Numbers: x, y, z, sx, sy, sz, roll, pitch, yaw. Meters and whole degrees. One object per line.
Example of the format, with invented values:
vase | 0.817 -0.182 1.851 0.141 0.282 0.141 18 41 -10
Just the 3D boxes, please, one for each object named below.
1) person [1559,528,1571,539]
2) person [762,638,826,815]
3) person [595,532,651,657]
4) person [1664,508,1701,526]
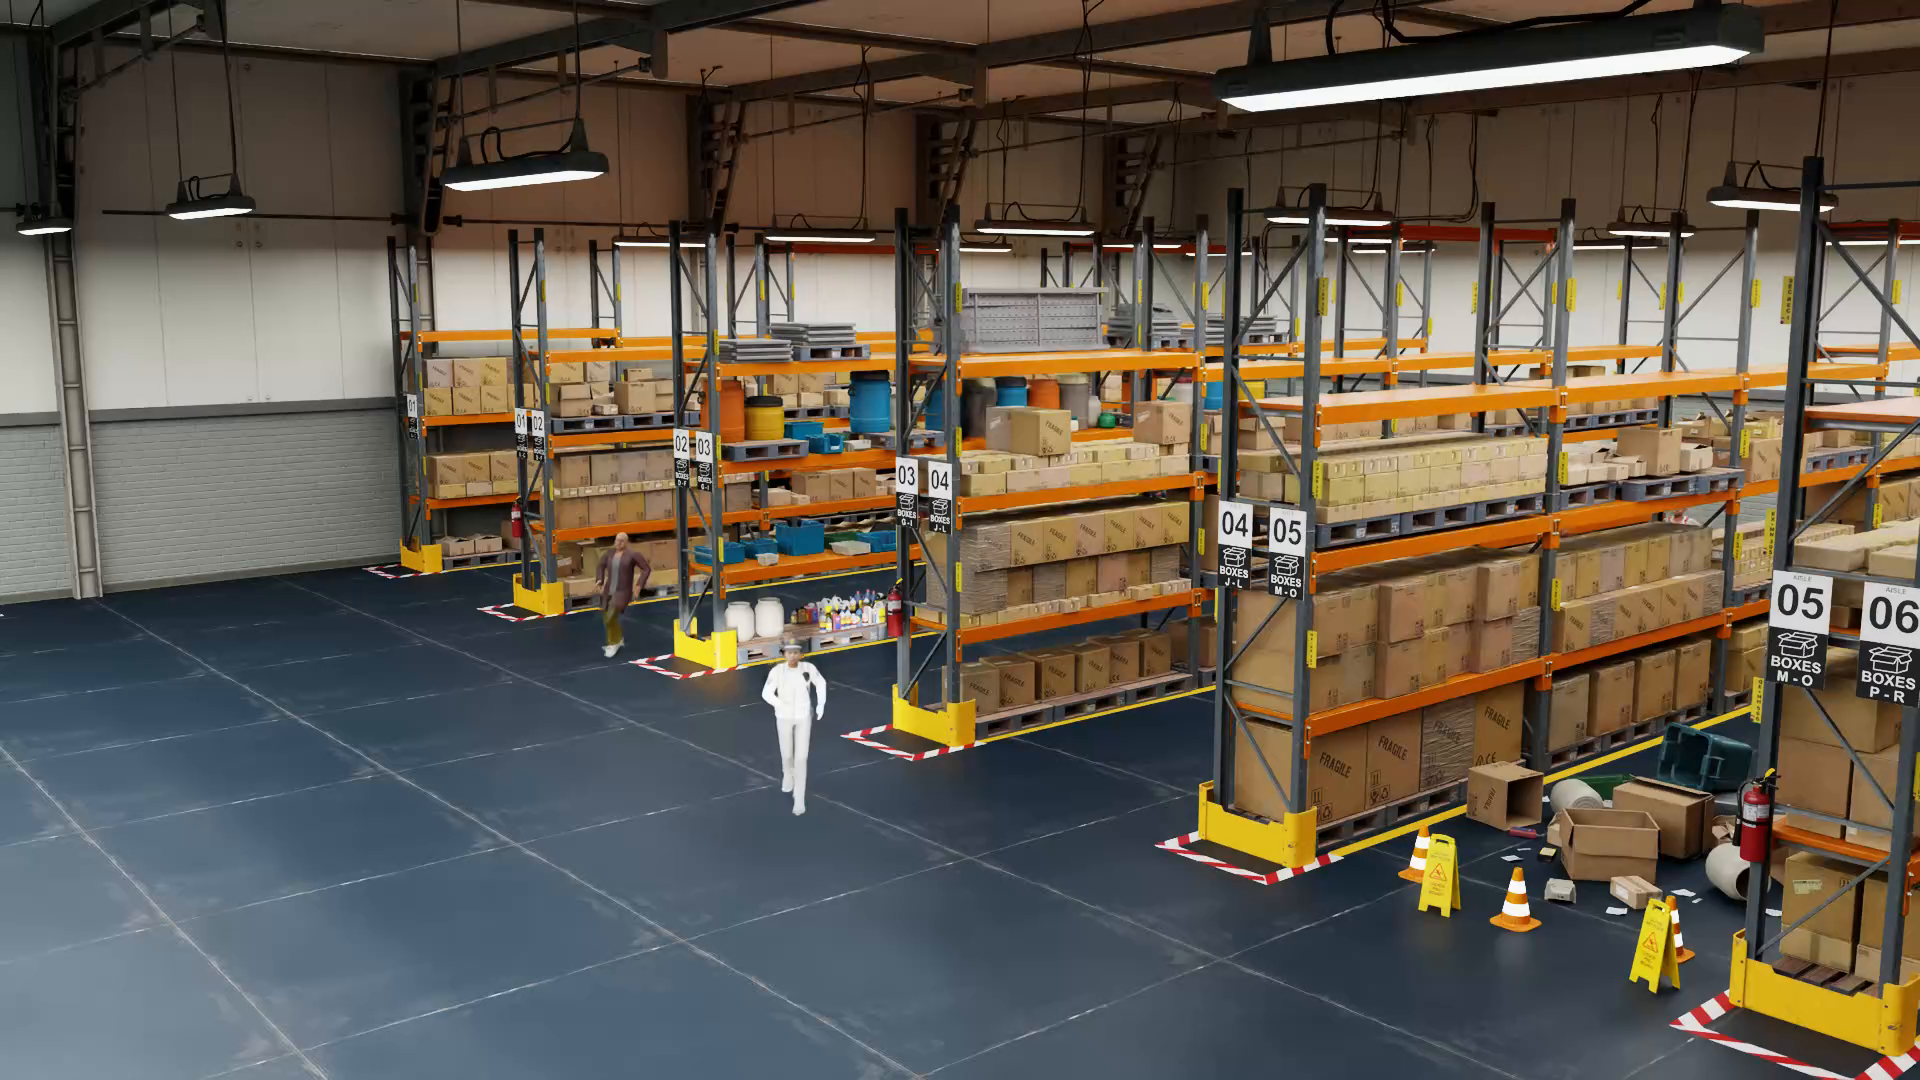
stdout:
person | 8.737 0.587 24.177 0.657 1.726 0.949 8 12 43
person | -1.650 1.799 16.609 0.631 1.722 0.822 -1 9 -5
person | -4.752 0.760 23.219 0.775 1.761 0.686 4 10 24
person | 11.443 0.227 26.555 0.552 1.737 0.666 -7 11 -39
